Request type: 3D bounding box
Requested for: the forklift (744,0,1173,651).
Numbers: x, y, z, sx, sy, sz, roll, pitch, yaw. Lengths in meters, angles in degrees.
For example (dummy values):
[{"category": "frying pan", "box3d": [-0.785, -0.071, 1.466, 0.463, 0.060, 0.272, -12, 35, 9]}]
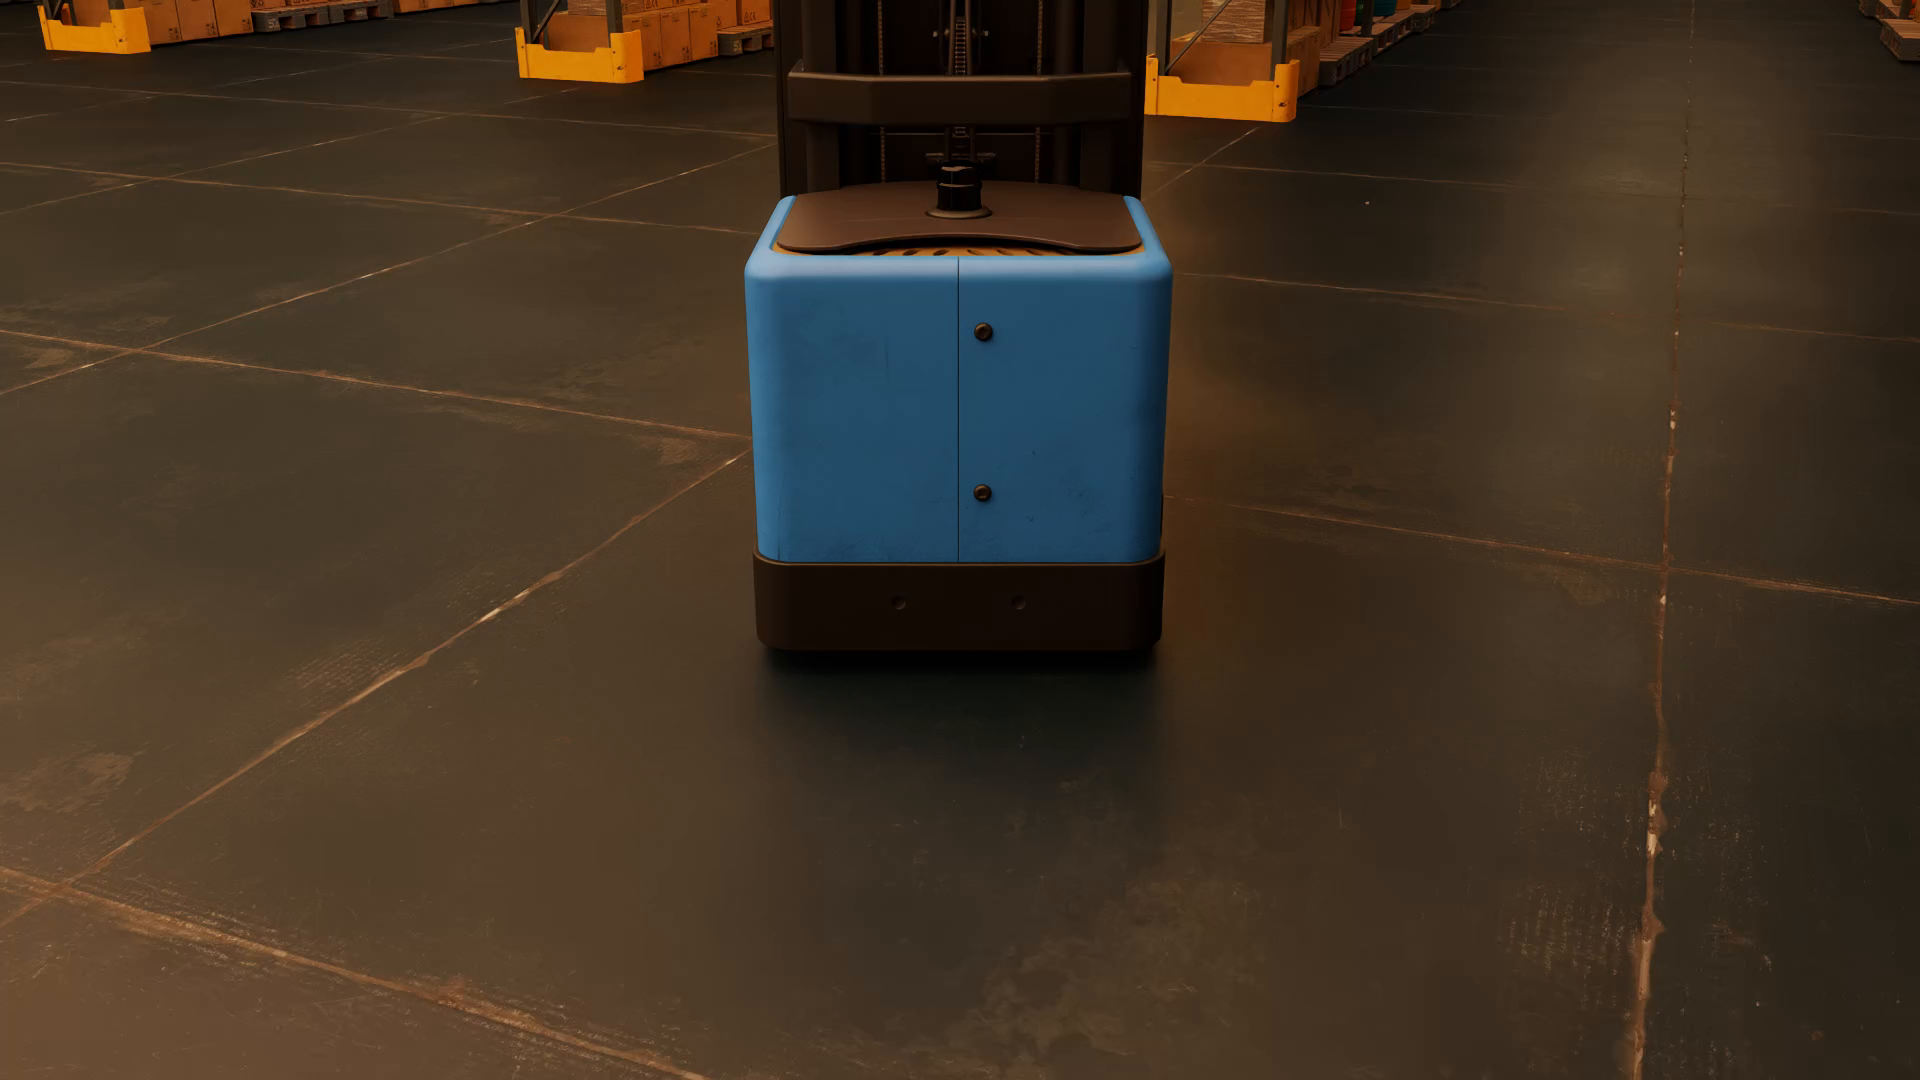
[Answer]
[{"category": "forklift", "box3d": [0.002, -1.587, 5.089, 1.130, 2.935, 3.031, 0, 23, 0]}]
